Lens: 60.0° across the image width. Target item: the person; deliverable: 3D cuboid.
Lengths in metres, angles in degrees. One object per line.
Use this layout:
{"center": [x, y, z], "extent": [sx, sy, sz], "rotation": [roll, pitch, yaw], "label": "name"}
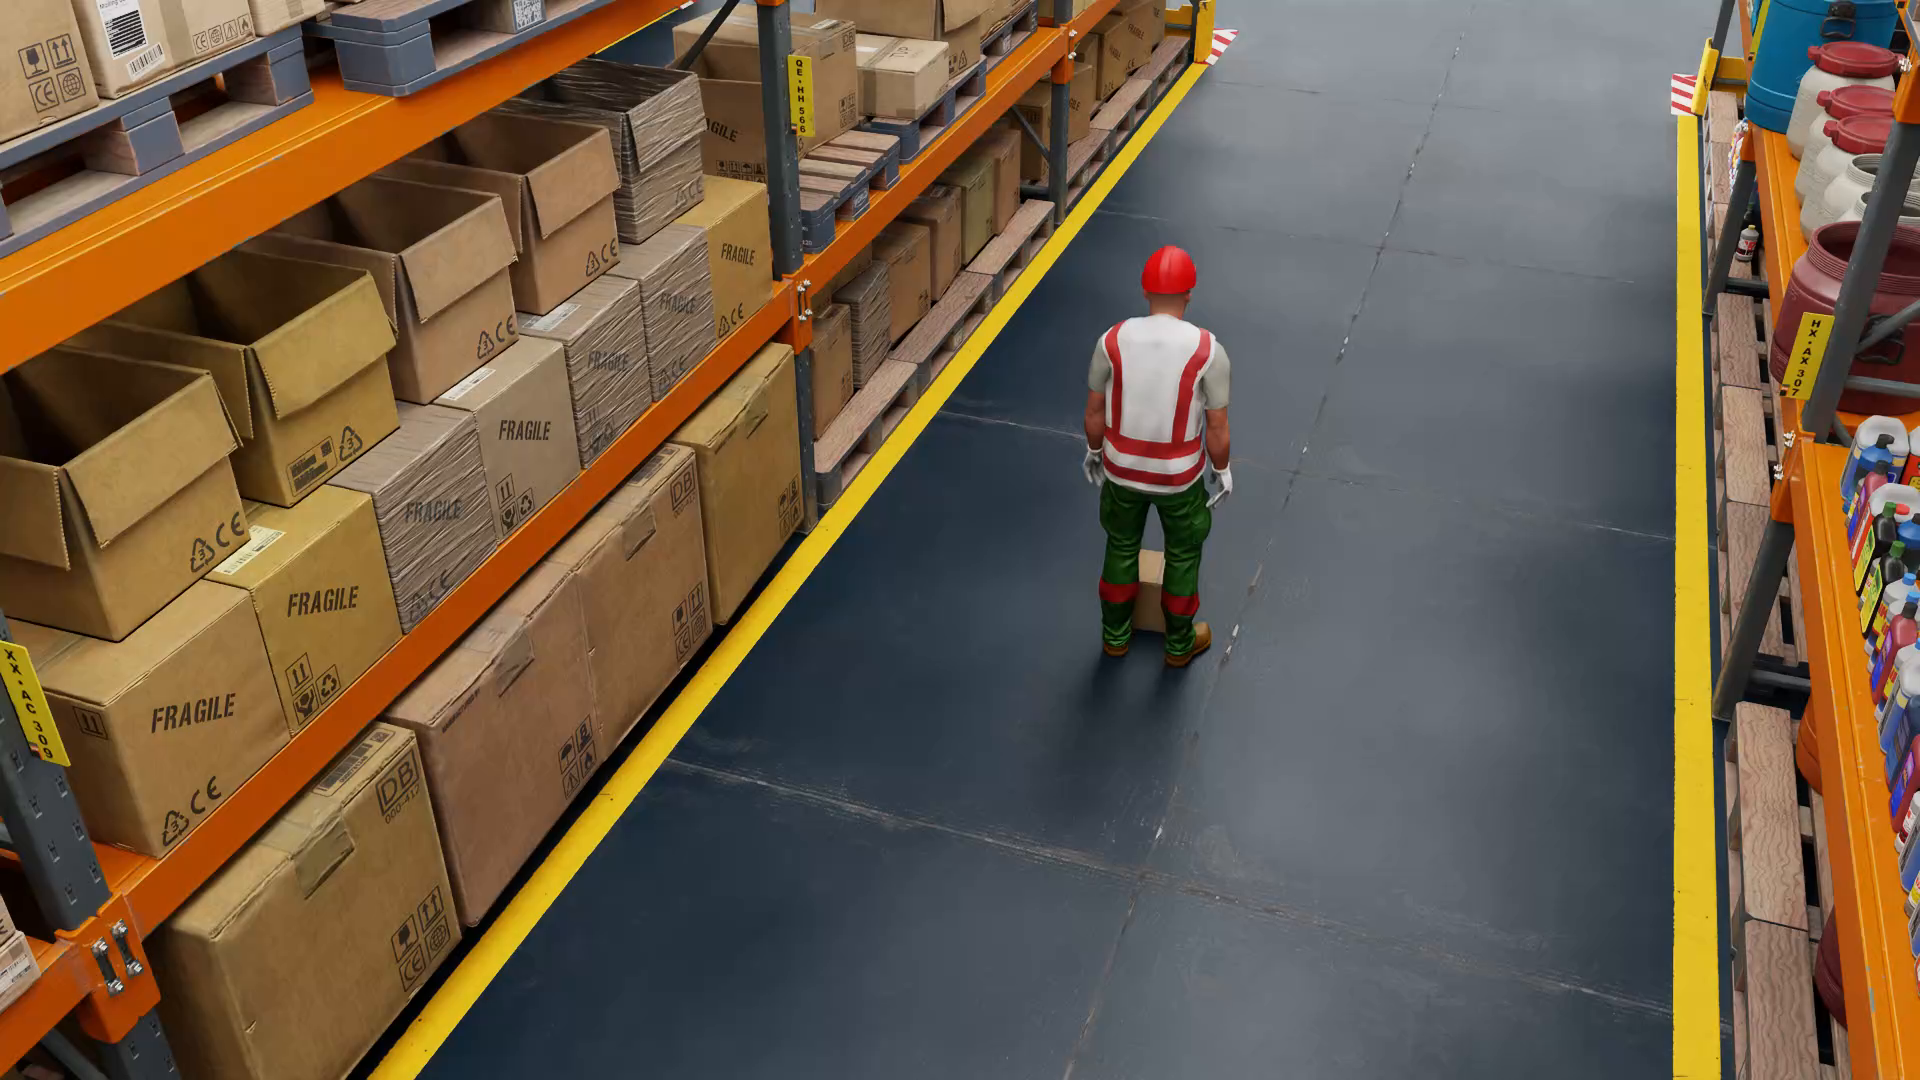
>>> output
{"center": [0.784, -0.297, 6.585], "extent": [0.604, 1.778, 0.453], "rotation": [11, 35, 16], "label": "person"}
